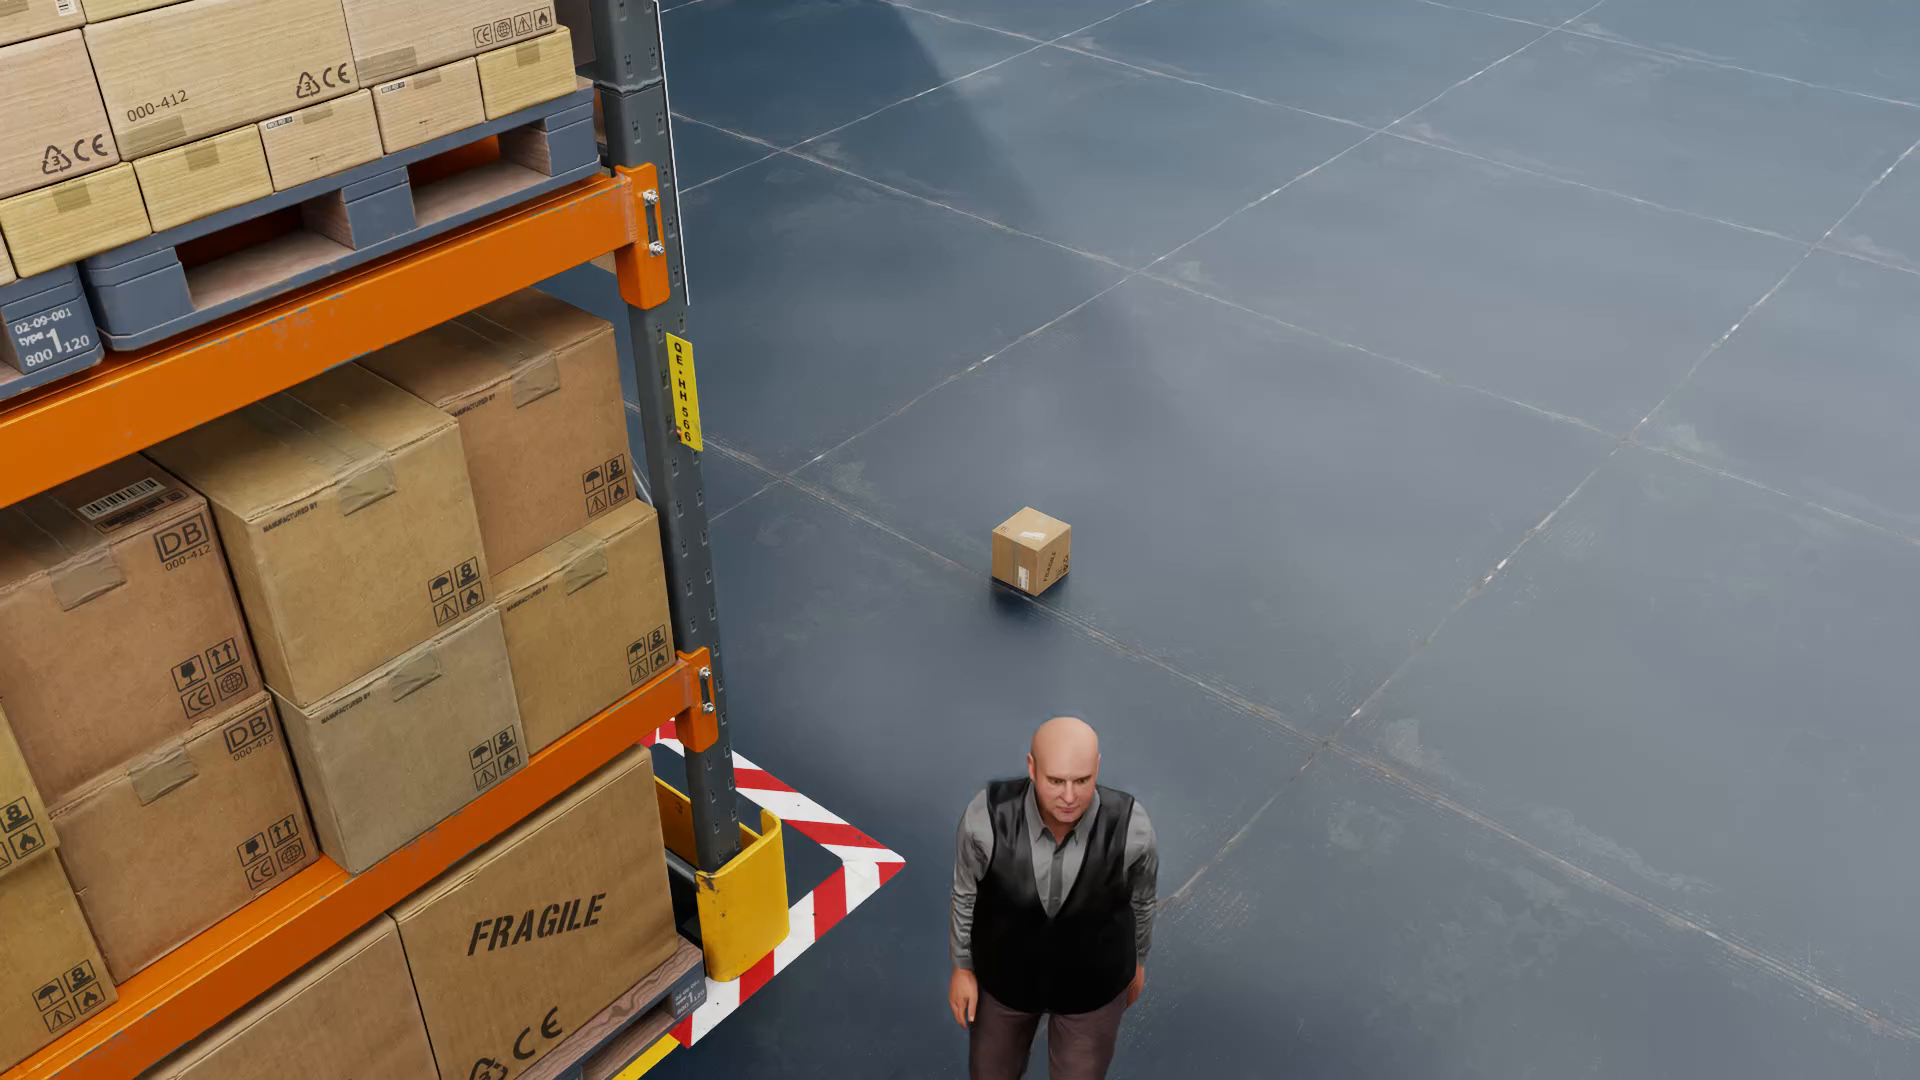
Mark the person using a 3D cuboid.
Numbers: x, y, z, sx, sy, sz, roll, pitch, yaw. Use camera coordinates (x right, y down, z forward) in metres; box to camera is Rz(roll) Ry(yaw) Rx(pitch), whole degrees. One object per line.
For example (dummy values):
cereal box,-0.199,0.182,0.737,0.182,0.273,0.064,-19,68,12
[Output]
person,0.246,1.144,4.494,0.544,1.702,0.669,4,35,6
